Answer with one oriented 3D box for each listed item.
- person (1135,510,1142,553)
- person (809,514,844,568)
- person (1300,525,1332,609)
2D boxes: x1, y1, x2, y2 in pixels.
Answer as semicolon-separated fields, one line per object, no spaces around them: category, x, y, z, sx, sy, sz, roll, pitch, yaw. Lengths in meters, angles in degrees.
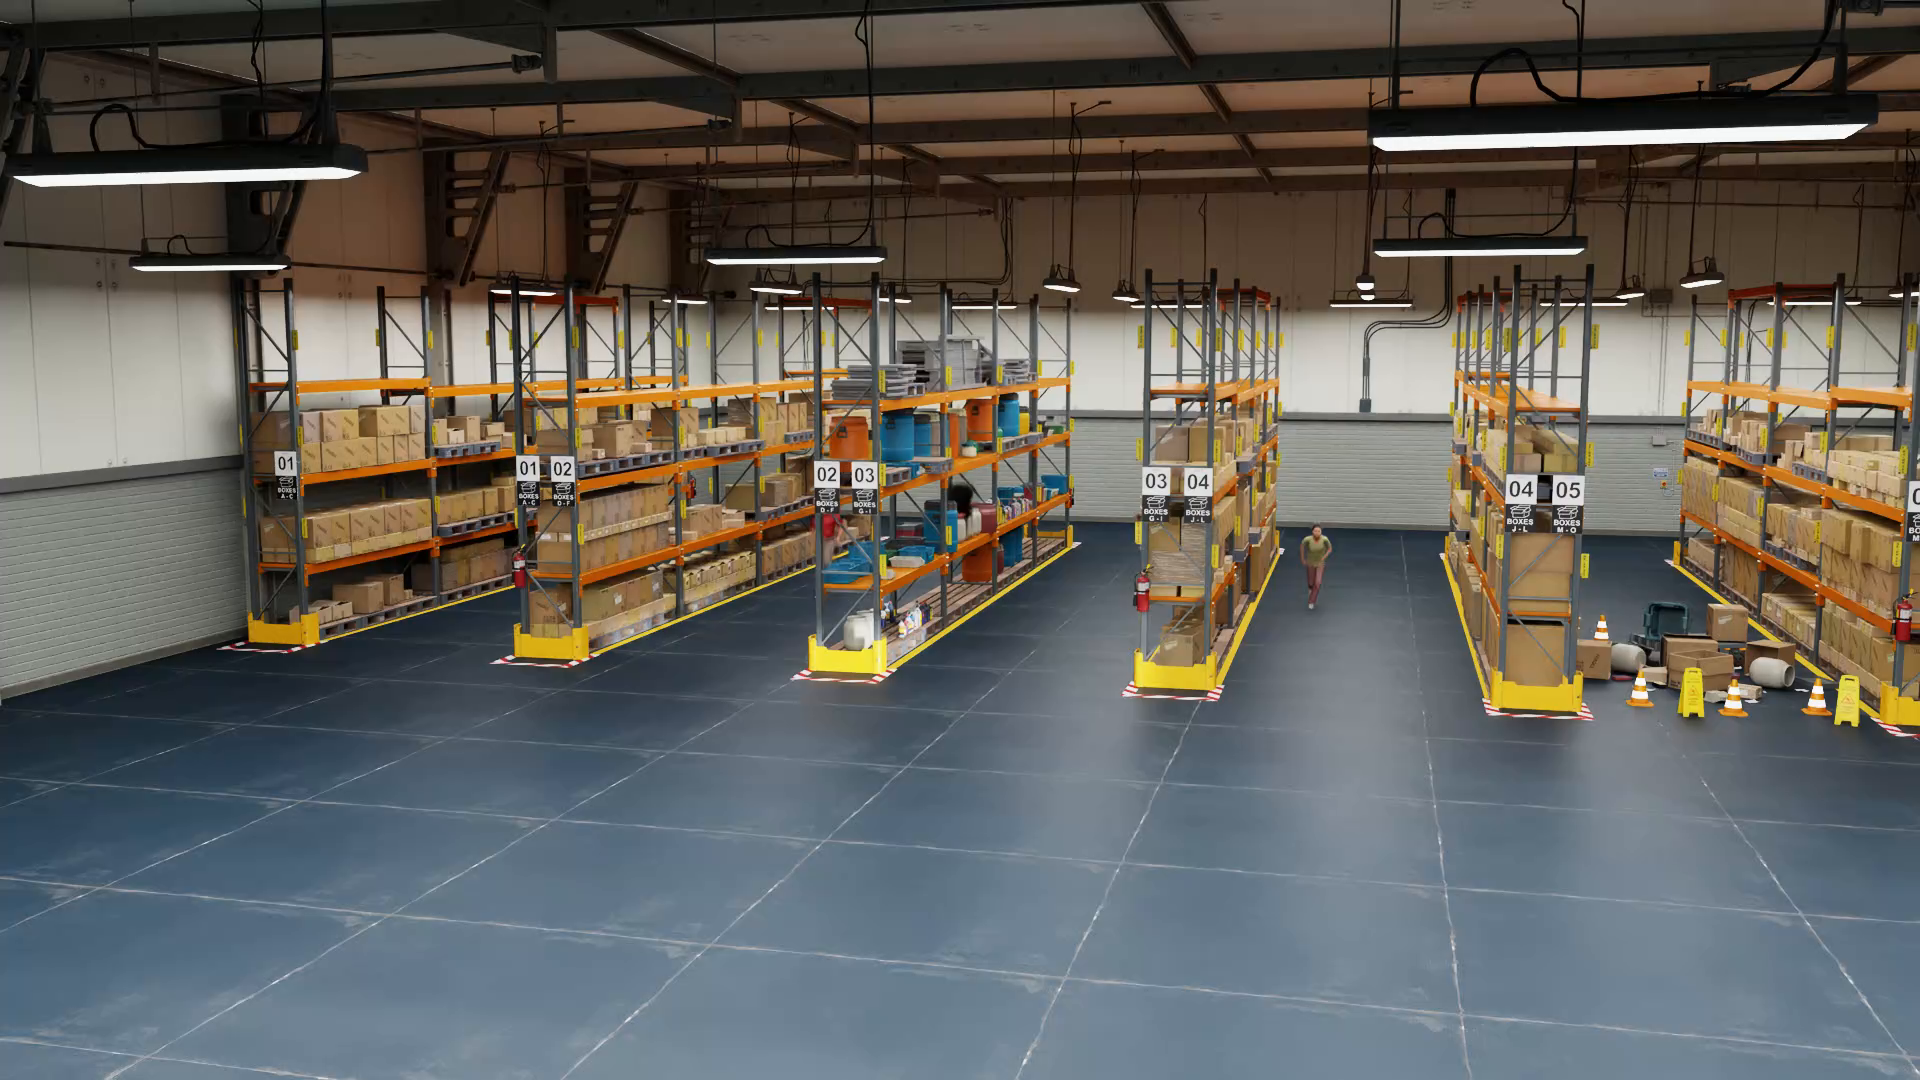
person;3.927;0.014;34.345;0.644;1.730;0.928;1;7;10
person;-2.584;0.080;31.713;0.658;1.701;0.558;2;7;13
person;6.694;0.482;31.321;0.575;1.604;0.735;1;7;6
